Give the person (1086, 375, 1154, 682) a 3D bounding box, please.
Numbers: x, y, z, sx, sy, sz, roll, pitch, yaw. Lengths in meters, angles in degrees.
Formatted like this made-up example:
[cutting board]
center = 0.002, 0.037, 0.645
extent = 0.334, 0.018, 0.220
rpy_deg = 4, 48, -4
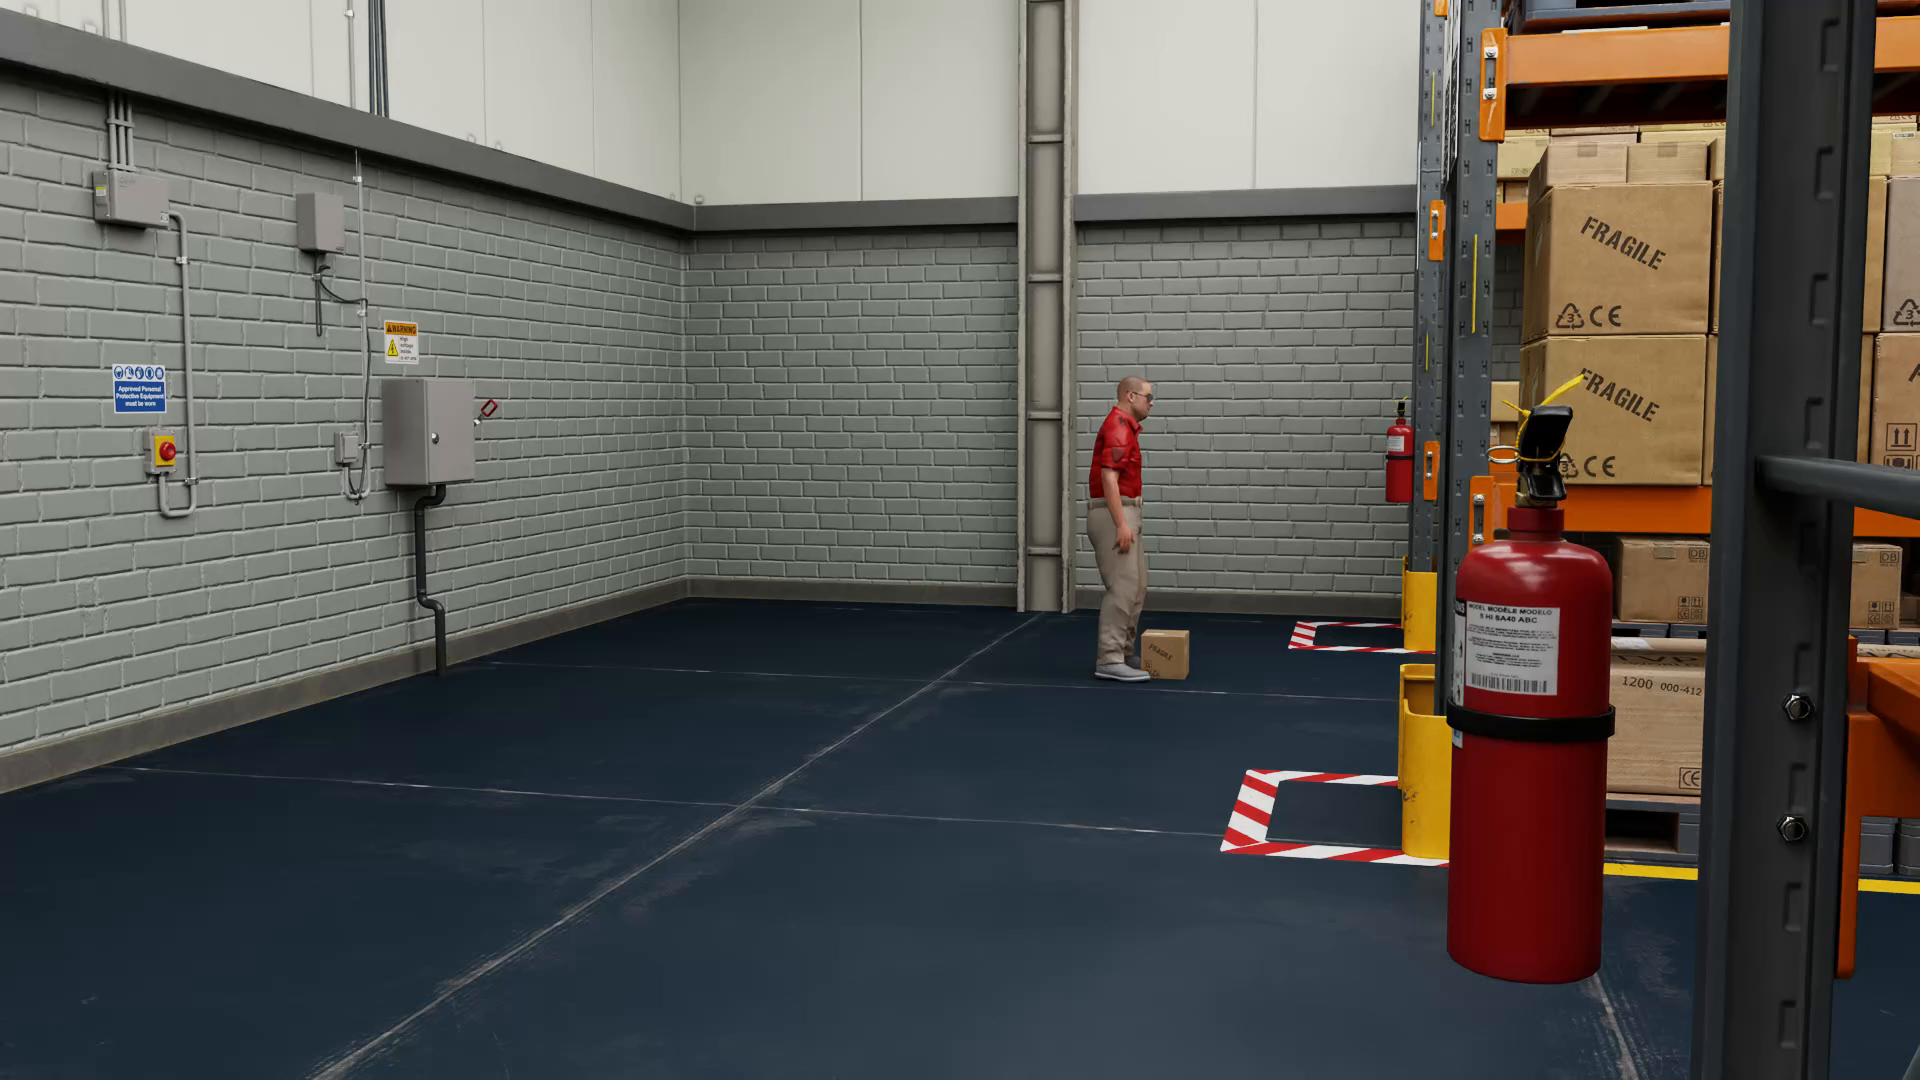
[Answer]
[person]
center = 0.954, -0.081, 9.579
extent = 0.436, 1.726, 0.599
rpy_deg = 1, 5, 10
